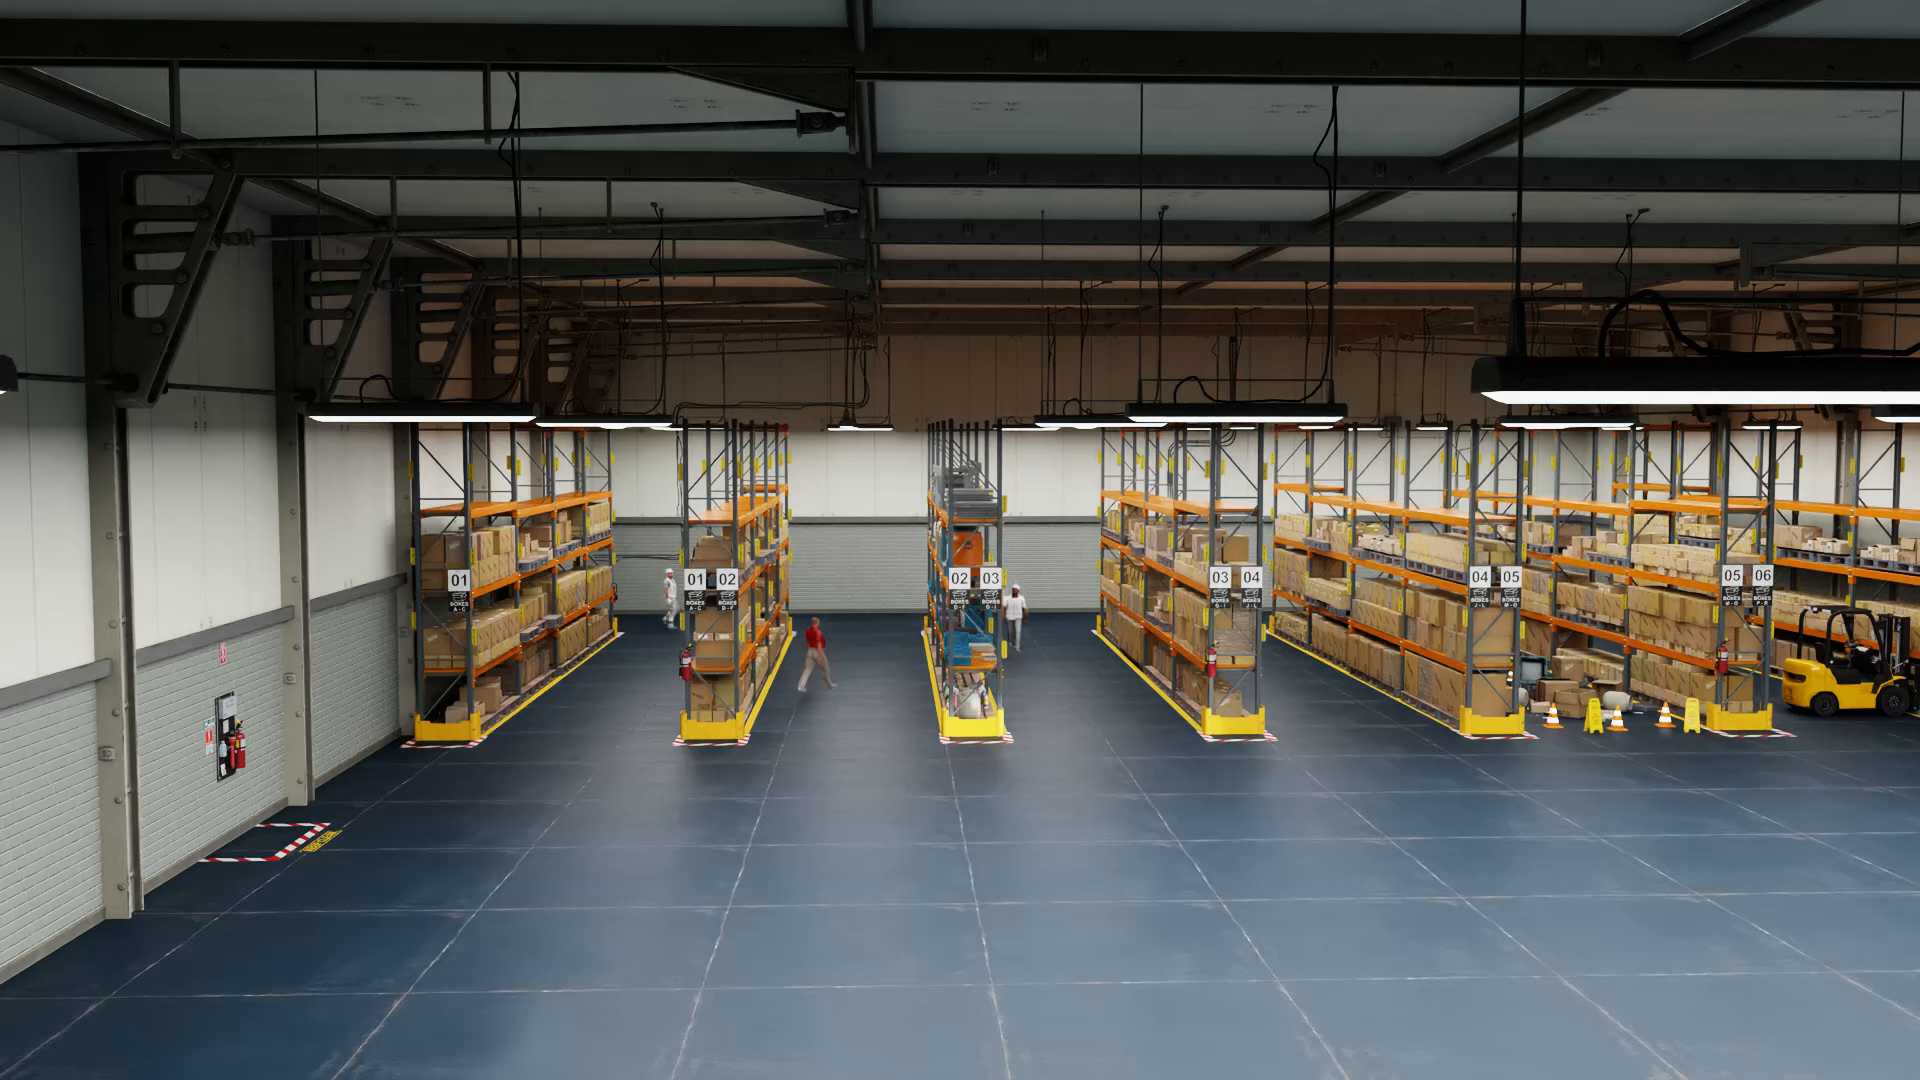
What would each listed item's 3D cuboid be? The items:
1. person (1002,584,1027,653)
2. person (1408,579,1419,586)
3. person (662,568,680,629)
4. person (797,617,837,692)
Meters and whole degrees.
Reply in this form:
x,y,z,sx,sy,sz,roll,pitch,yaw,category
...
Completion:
x,y,z,sx,sy,sz,roll,pitch,yaw,category
1.384,1.995,42.427,0.654,1.728,1.019,0,4,2,person
13.596,1.659,49.863,1.030,1.745,0.608,-1,4,-9,person
-8.456,1.714,48.452,0.523,1.775,0.558,0,4,1,person
-3.155,2.533,36.732,0.524,1.674,1.059,3,4,35,person
